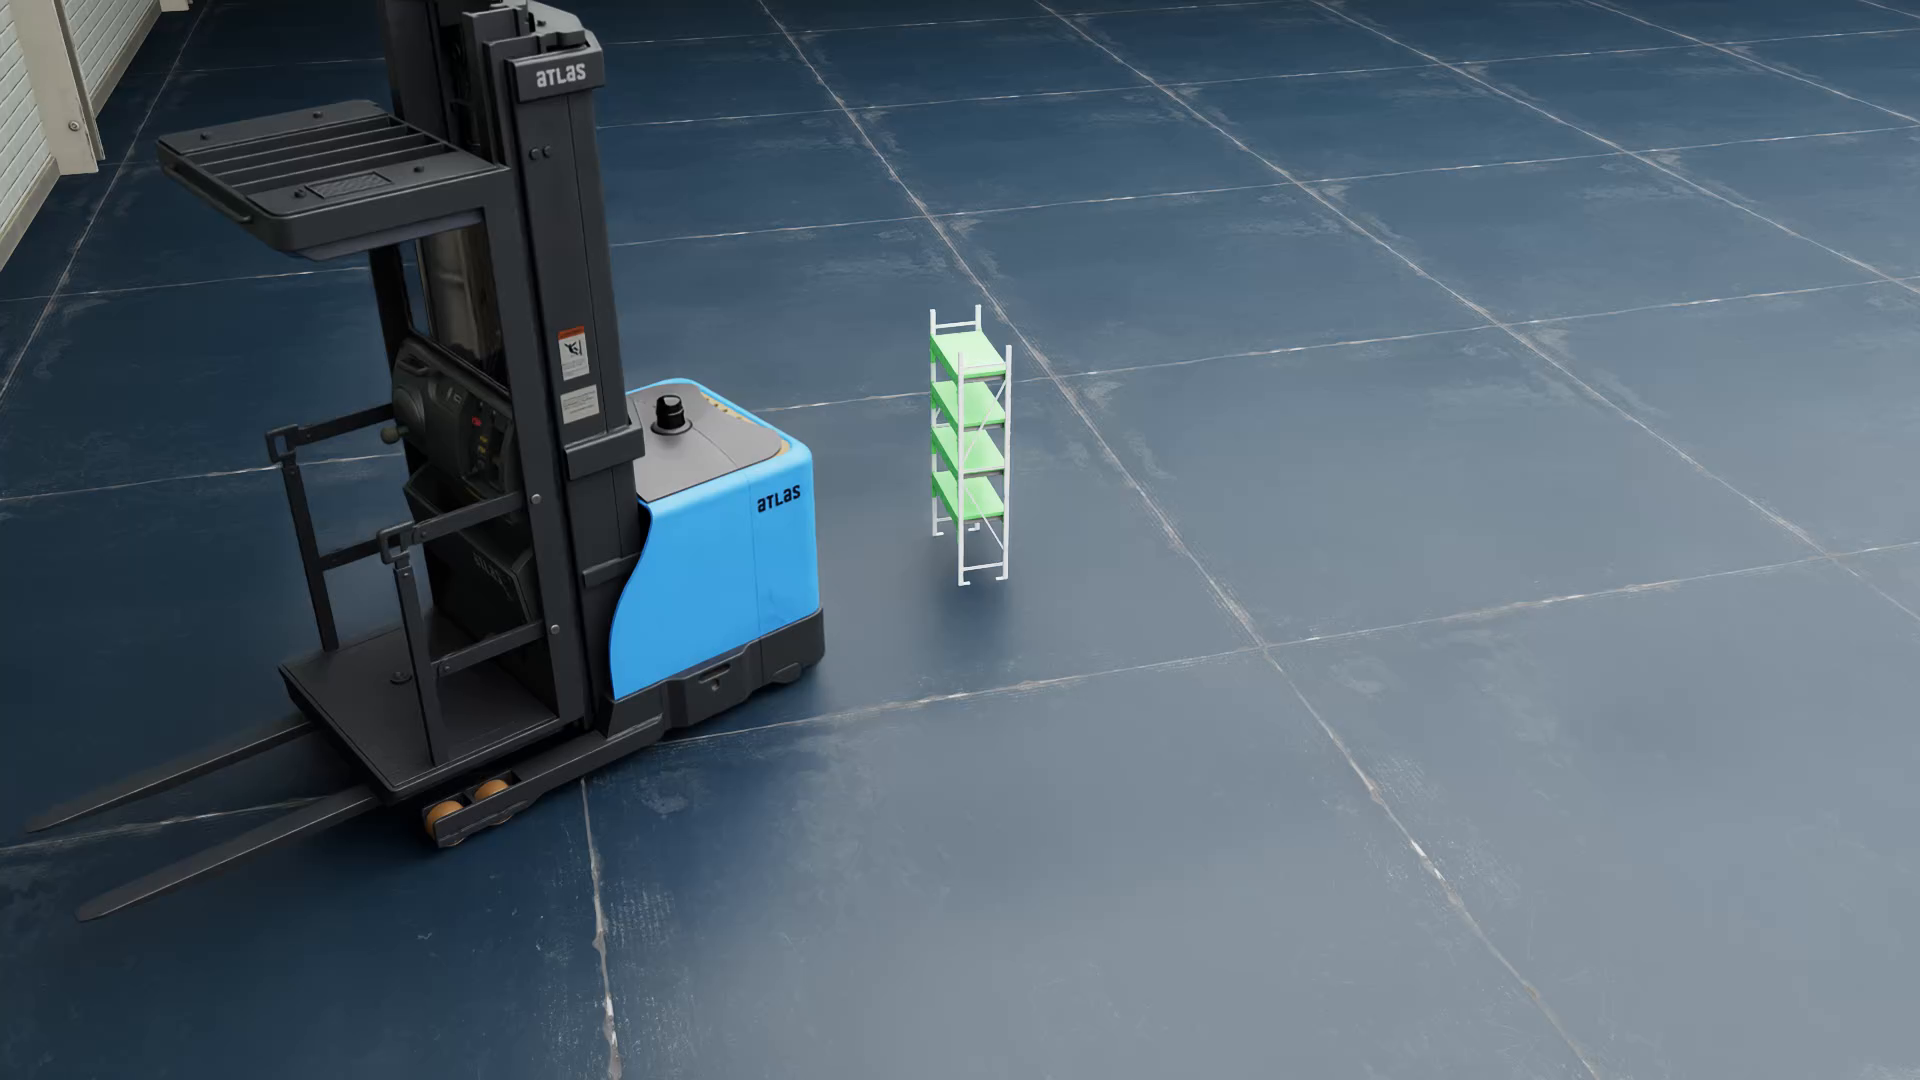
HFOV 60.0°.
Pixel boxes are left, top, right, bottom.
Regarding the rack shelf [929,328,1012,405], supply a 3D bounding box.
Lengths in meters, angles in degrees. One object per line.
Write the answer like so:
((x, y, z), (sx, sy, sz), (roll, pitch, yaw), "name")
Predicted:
((0.044, -0.799, 7.603), (0.258, 0.148, 0.480), (-8, 31, -13), "rack shelf")

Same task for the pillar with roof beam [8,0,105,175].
((-2.978, -7.495, 12.217), (9.100, 9.000, 0.400), (-8, 31, -13), "pillar with roof beam")

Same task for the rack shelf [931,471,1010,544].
((0.044, -0.176, 7.964), (0.258, 0.148, 0.480), (-8, 31, -13), "rack shelf")

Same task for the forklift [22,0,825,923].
((-2.034, -0.413, 6.038), (3.031, 2.935, 1.130), (-23, 37, -34), "forklift")

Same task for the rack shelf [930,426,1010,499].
((0.044, -0.384, 7.843), (0.258, 0.148, 0.480), (-8, 31, -13), "rack shelf")

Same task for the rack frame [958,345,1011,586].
((0.109, -0.321, 7.608), (0.240, 1.200, 0.015), (-8, 31, -13), "rack frame")

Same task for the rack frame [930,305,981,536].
((-0.021, -0.557, 8.015), (0.240, 1.200, 0.015), (-8, 31, -13), "rack frame")

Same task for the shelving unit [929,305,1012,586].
((0.044, -0.439, 7.811), (0.258, 1.200, 0.503), (-8, 31, -13), "shelving unit")

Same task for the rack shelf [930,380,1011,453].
((0.044, -0.592, 7.723), (0.258, 0.148, 0.480), (-8, 31, -13), "rack shelf")

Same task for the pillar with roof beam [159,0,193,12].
((-4.570, -10.393, 17.223), (9.100, 9.000, 0.400), (-8, 31, -13), "pillar with roof beam")
